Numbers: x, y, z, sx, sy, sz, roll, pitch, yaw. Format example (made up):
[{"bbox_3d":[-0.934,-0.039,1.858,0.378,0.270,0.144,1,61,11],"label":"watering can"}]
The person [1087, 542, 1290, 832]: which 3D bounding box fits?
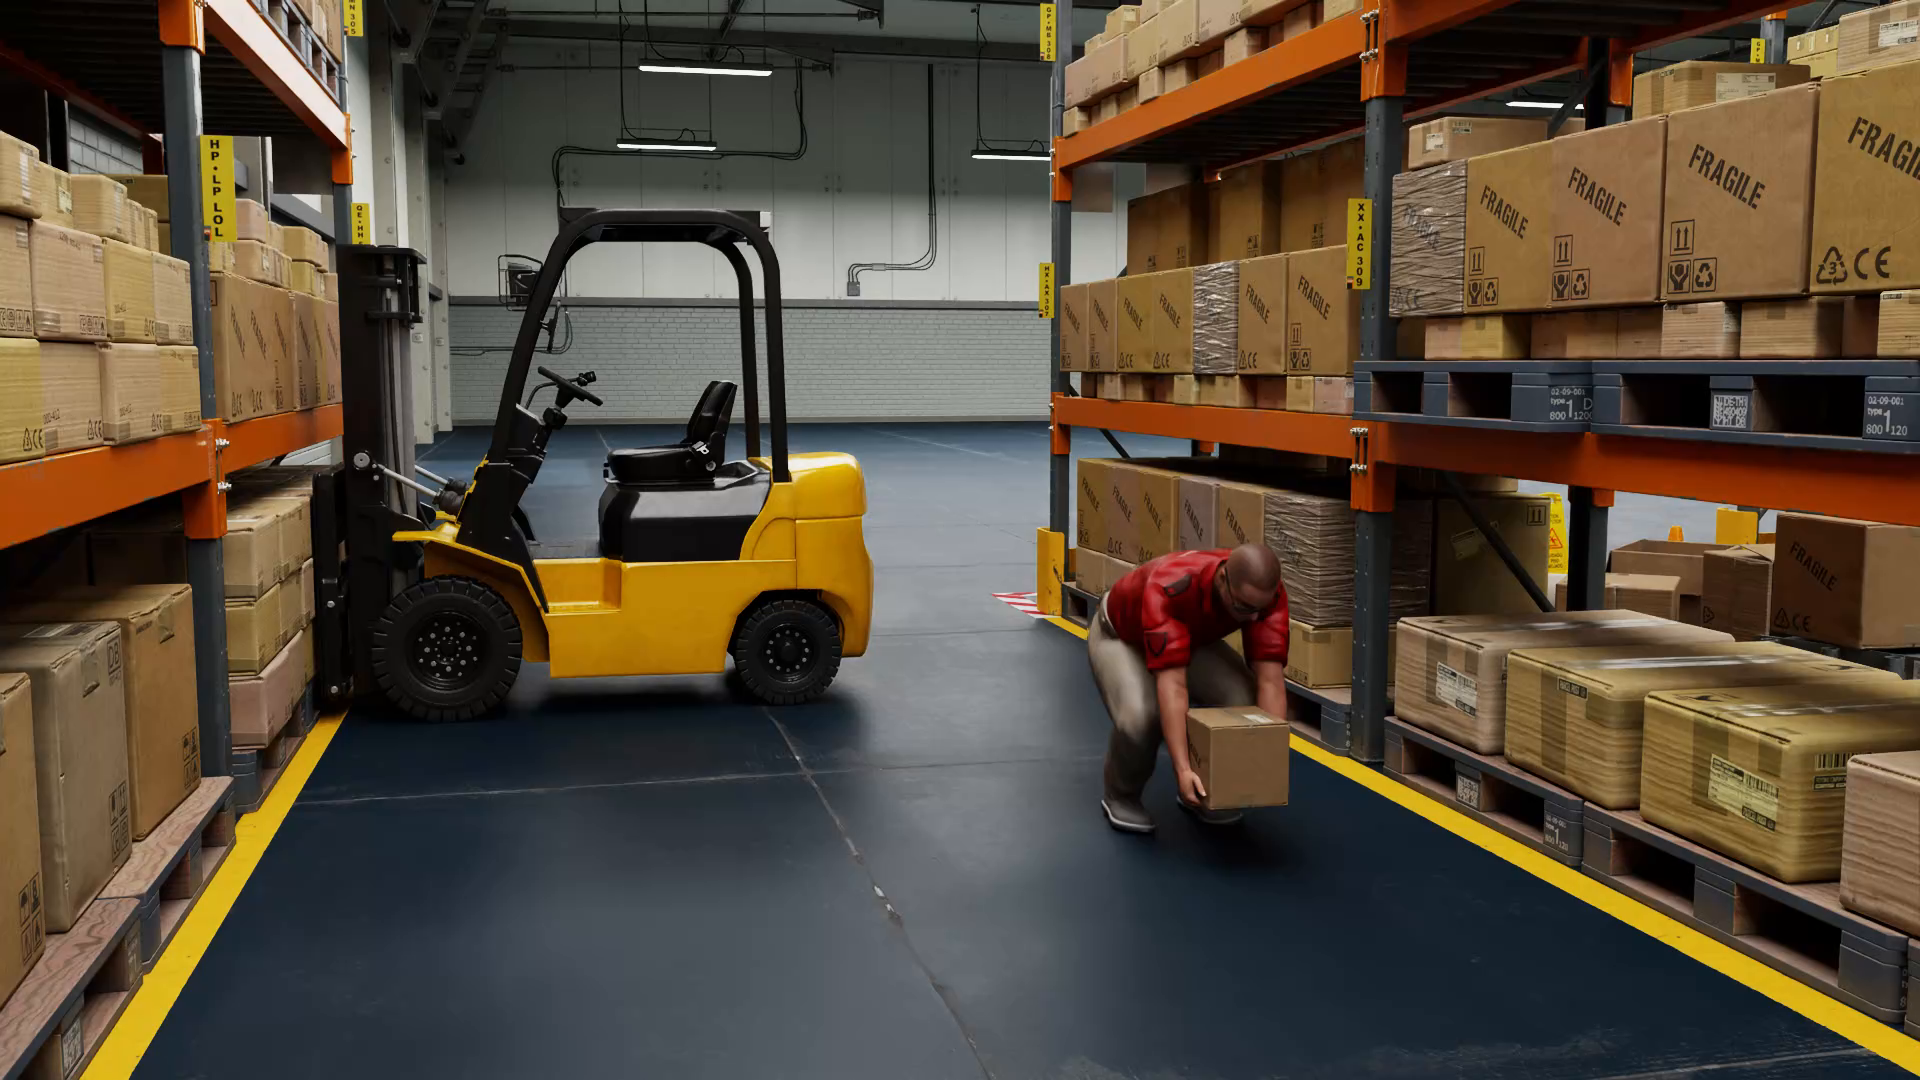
[{"bbox_3d":[0.735,0.458,5.310,0.536,0.976,0.910,-2,6,-17],"label":"person"}]
